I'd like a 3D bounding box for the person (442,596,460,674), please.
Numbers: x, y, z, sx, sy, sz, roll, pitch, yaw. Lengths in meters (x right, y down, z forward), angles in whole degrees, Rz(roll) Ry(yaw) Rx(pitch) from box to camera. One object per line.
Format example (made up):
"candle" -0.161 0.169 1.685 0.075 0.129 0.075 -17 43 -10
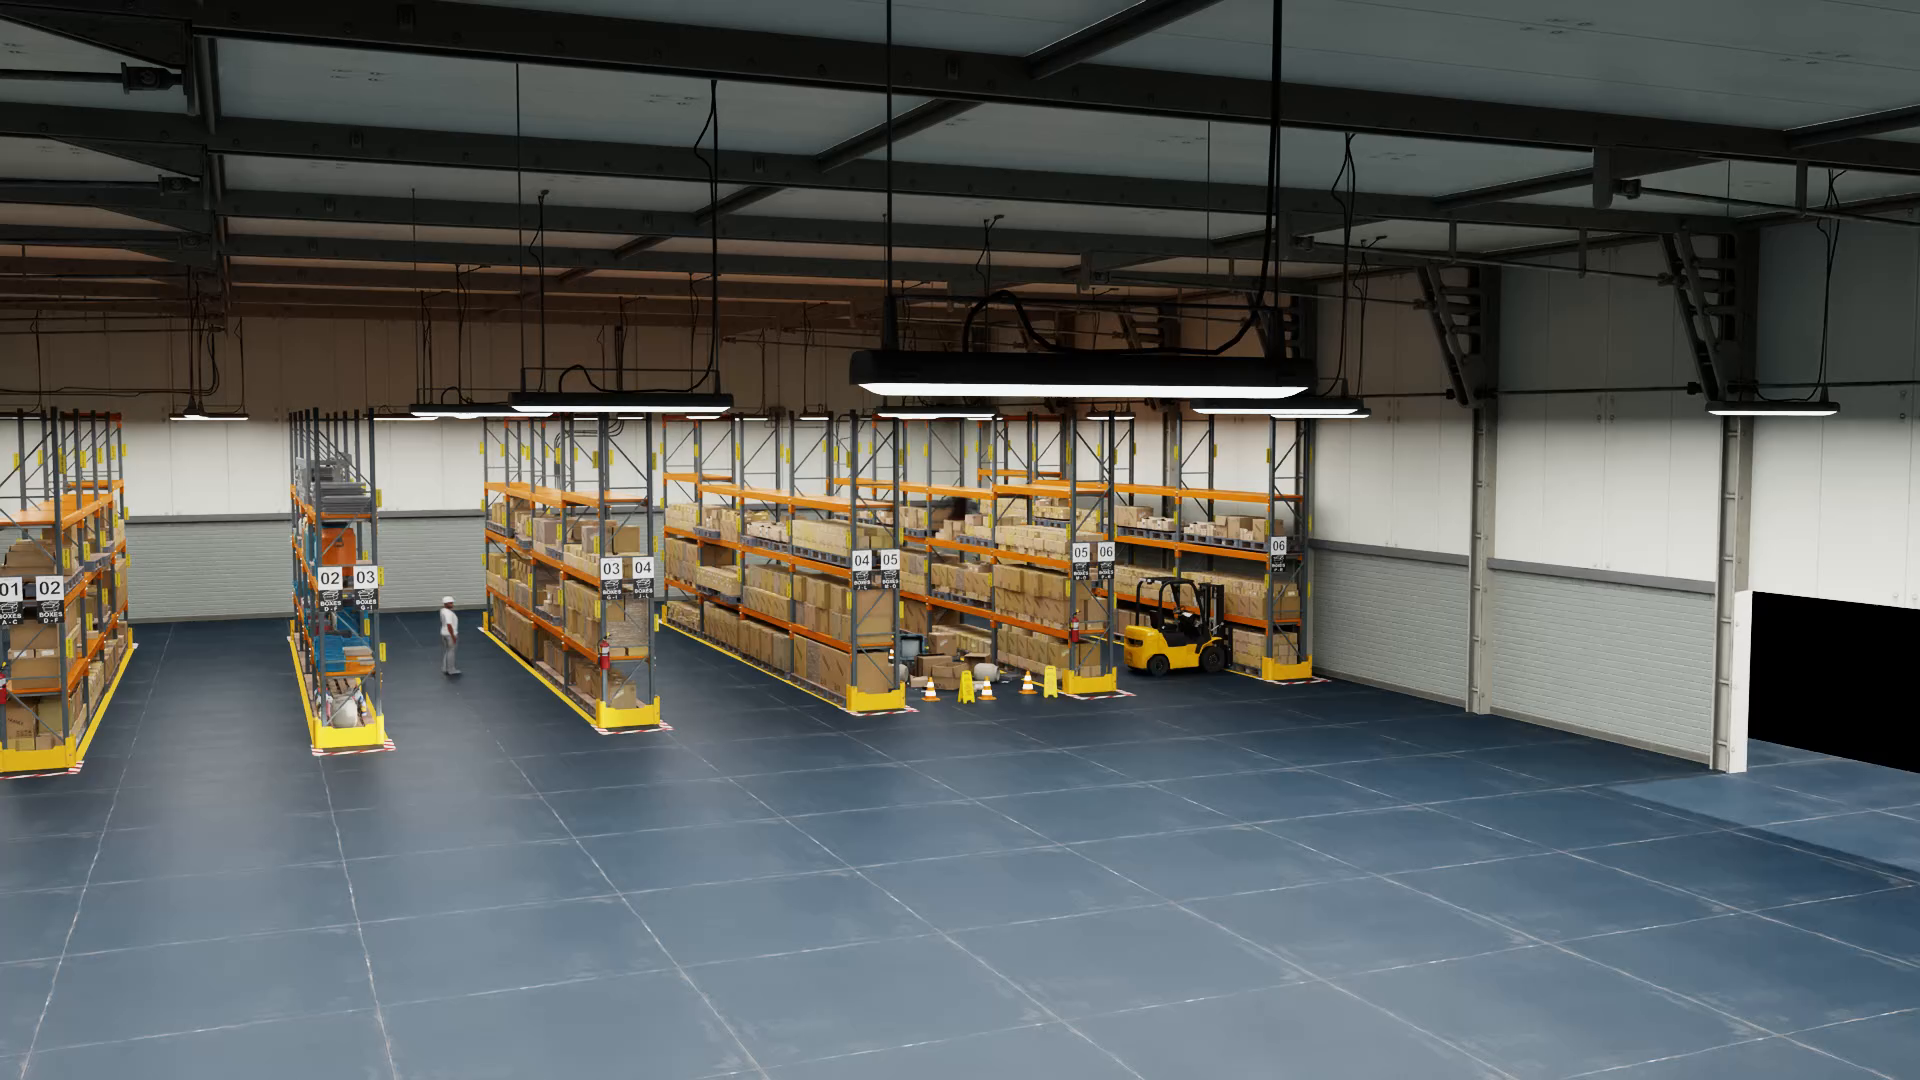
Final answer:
"person" -11.648 2.184 38.012 0.411 1.797 0.587 -3 5 -37

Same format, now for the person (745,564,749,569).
"person" -5.987 1.551 47.360 0.528 1.744 0.576 -2 4 -26
